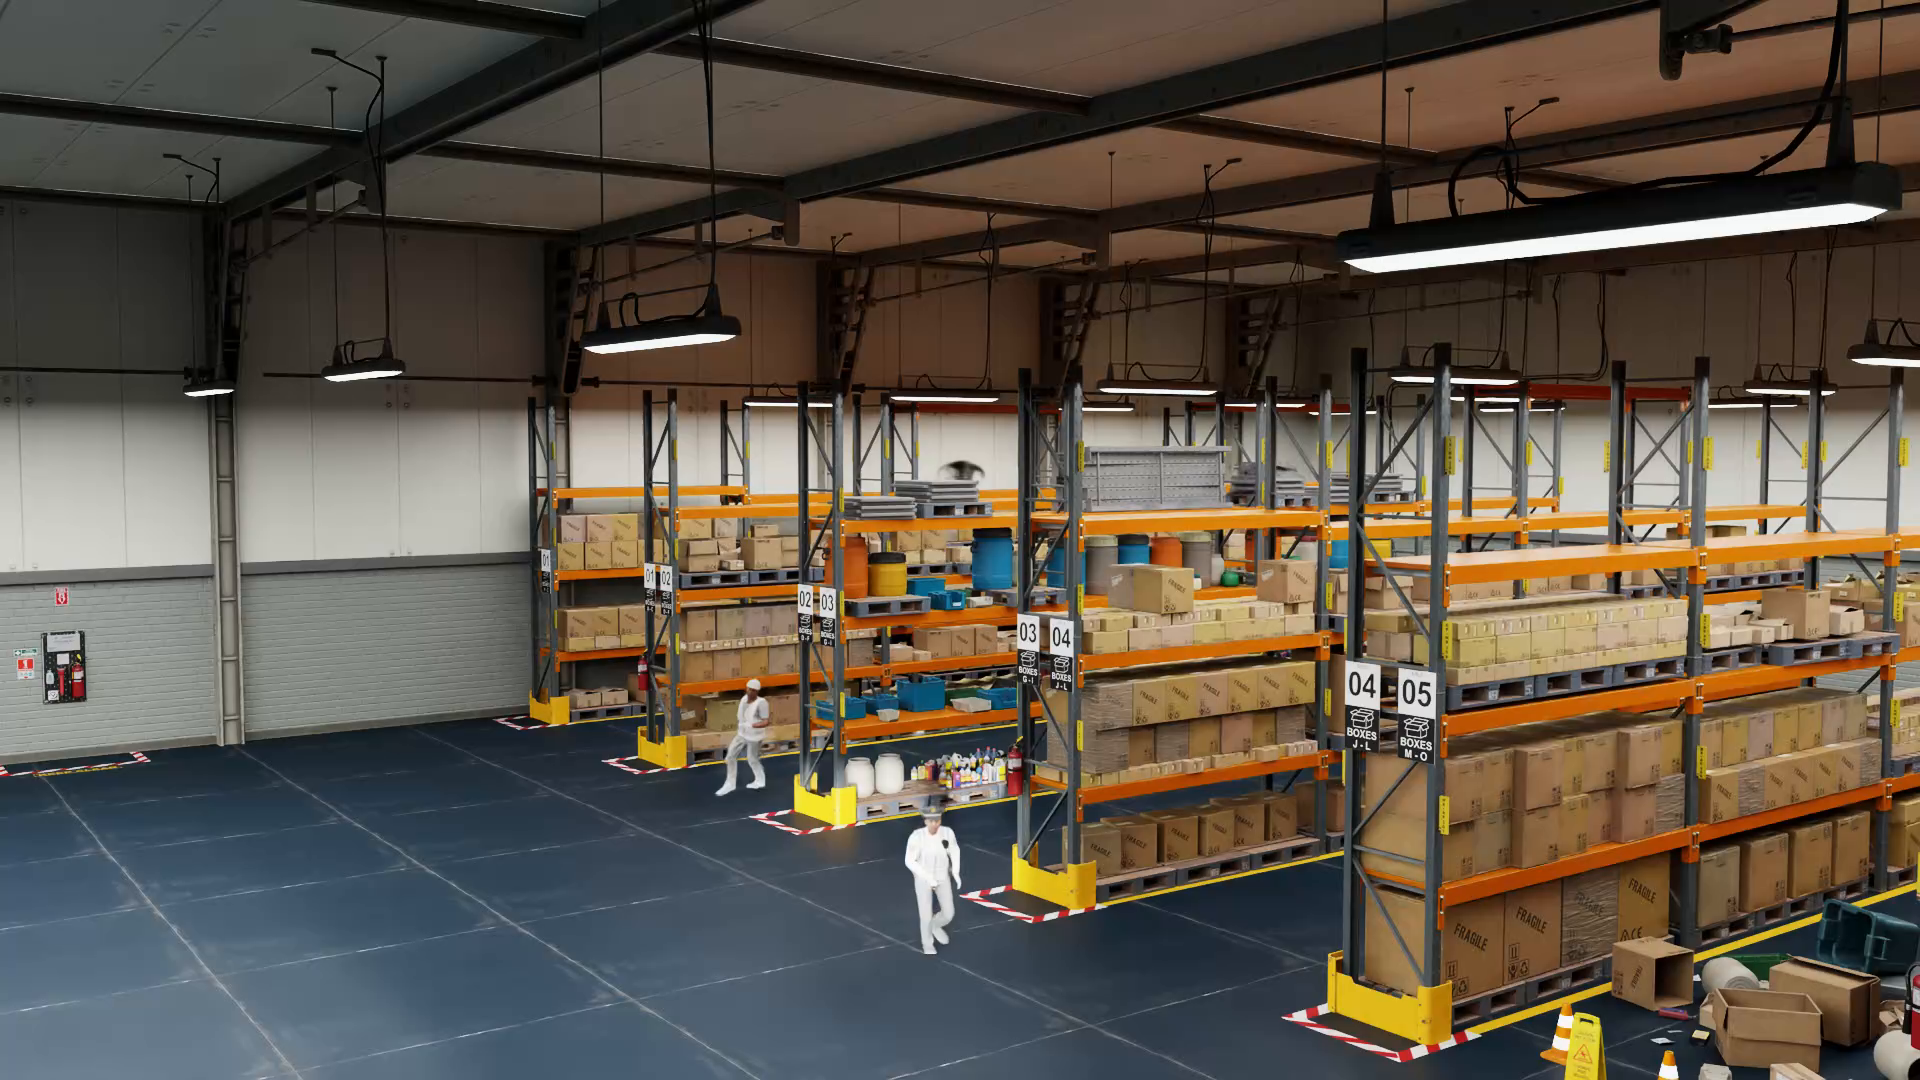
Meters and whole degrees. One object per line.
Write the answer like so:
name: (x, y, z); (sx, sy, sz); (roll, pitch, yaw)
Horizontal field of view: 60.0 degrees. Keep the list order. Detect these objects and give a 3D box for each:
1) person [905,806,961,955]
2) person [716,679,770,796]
person: (-0.277, 3.392, 16.665); (0.588, 1.574, 0.716); (-1, 3, -13)
person: (-3.030, 2.866, 24.258); (0.842, 1.722, 0.726); (2, 4, 36)
